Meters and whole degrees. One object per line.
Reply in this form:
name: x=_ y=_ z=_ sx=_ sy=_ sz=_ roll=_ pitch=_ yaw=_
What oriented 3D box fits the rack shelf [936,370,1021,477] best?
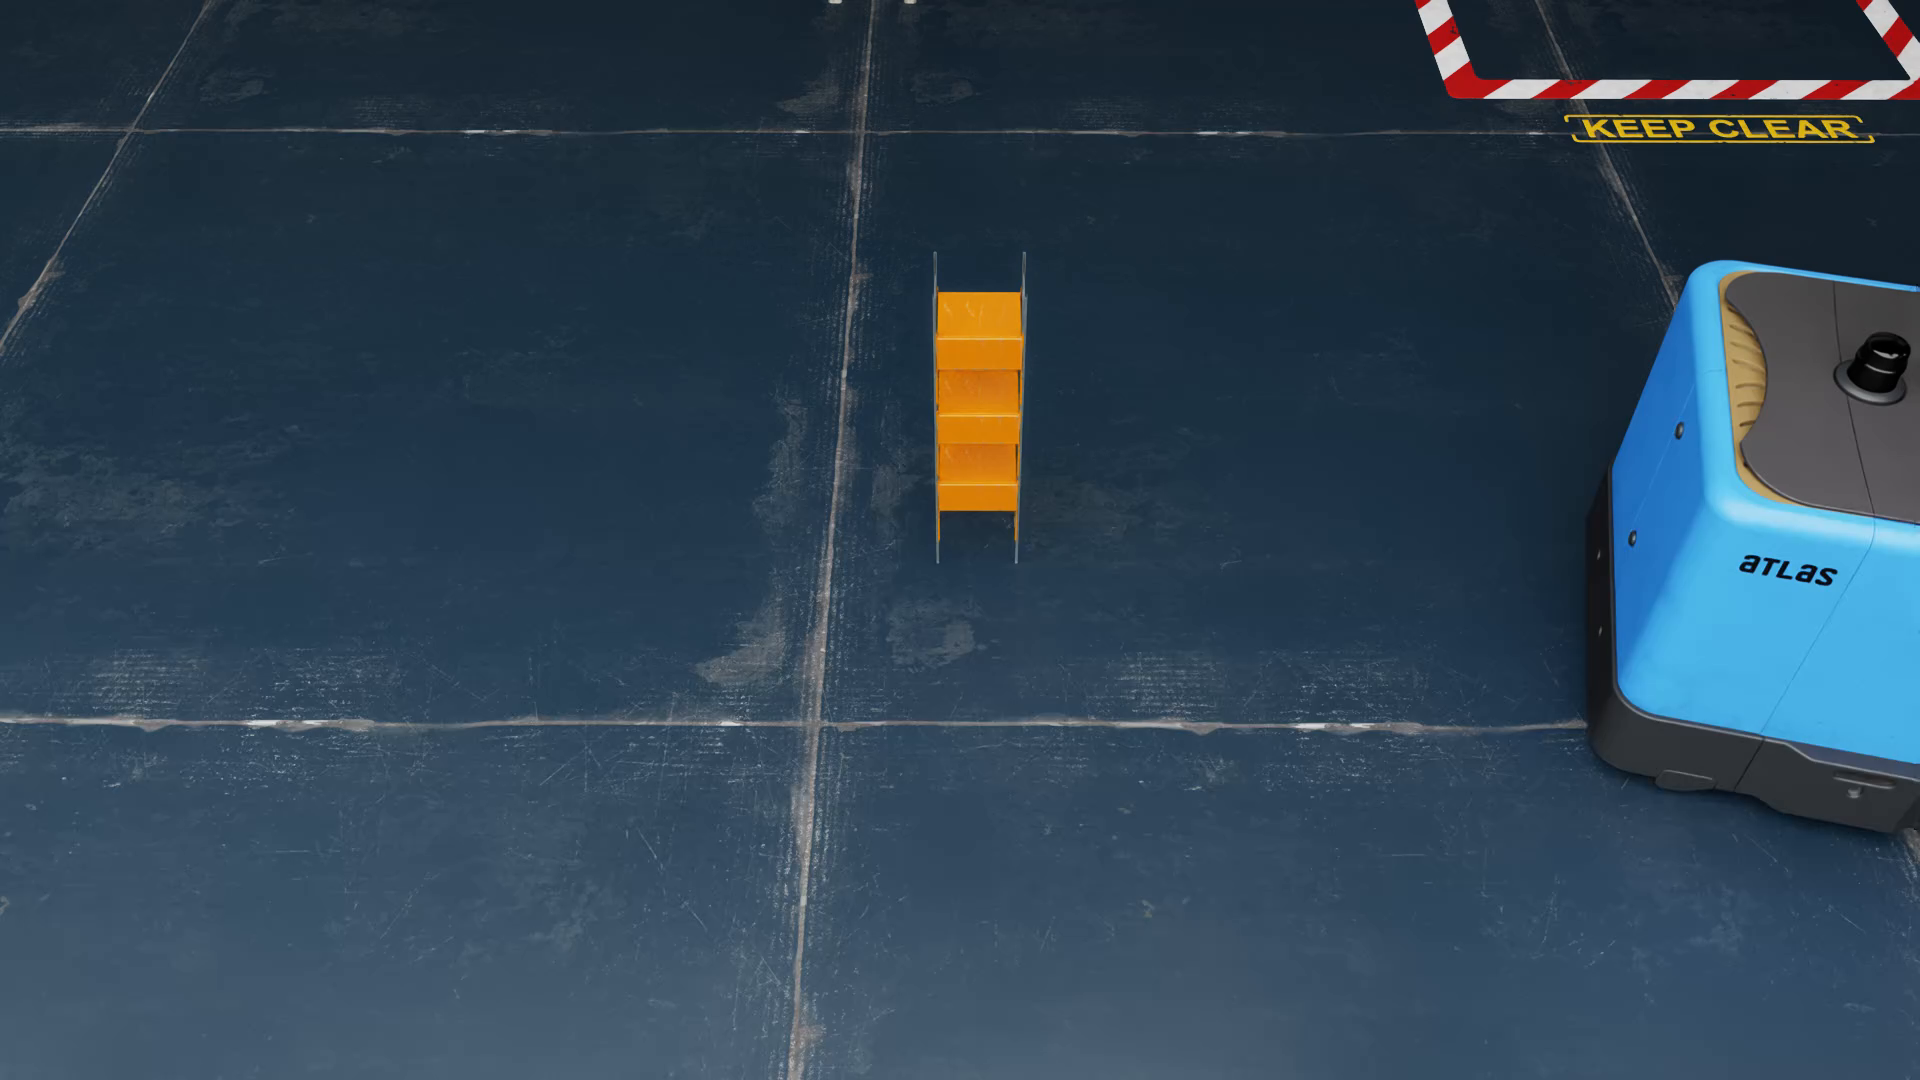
rack shelf: x=0.054 y=-0.350 z=4.873 sx=0.240 sy=0.259 sz=0.215 roll=0 pitch=47 yaw=0

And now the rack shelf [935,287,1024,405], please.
rack shelf: x=0.054 y=-0.544 z=4.666 sx=0.240 sy=0.259 sz=0.215 roll=0 pitch=47 yaw=0

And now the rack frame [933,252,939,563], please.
rack frame: x=-0.068 y=-0.358 z=4.866 sx=0.008 sy=1.050 sz=0.200 roll=0 pitch=47 yaw=0

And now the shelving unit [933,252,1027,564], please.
shelving unit: x=0.054 y=-0.358 z=4.866 sx=0.252 sy=1.050 sz=0.215 roll=0 pitch=47 yaw=0

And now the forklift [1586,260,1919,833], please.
forklift: x=3.326 y=-0.437 z=3.654 sx=3.031 sy=2.935 sz=1.130 roll=10 pitch=48 yaw=9

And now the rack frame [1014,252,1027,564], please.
rack frame: x=0.176 y=-0.357 z=4.865 sx=0.008 sy=1.050 sz=0.200 roll=0 pitch=47 yaw=0

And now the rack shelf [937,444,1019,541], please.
rack shelf: x=0.054 y=-0.161 z=5.077 sx=0.240 sy=0.259 sz=0.215 roll=0 pitch=47 yaw=0
